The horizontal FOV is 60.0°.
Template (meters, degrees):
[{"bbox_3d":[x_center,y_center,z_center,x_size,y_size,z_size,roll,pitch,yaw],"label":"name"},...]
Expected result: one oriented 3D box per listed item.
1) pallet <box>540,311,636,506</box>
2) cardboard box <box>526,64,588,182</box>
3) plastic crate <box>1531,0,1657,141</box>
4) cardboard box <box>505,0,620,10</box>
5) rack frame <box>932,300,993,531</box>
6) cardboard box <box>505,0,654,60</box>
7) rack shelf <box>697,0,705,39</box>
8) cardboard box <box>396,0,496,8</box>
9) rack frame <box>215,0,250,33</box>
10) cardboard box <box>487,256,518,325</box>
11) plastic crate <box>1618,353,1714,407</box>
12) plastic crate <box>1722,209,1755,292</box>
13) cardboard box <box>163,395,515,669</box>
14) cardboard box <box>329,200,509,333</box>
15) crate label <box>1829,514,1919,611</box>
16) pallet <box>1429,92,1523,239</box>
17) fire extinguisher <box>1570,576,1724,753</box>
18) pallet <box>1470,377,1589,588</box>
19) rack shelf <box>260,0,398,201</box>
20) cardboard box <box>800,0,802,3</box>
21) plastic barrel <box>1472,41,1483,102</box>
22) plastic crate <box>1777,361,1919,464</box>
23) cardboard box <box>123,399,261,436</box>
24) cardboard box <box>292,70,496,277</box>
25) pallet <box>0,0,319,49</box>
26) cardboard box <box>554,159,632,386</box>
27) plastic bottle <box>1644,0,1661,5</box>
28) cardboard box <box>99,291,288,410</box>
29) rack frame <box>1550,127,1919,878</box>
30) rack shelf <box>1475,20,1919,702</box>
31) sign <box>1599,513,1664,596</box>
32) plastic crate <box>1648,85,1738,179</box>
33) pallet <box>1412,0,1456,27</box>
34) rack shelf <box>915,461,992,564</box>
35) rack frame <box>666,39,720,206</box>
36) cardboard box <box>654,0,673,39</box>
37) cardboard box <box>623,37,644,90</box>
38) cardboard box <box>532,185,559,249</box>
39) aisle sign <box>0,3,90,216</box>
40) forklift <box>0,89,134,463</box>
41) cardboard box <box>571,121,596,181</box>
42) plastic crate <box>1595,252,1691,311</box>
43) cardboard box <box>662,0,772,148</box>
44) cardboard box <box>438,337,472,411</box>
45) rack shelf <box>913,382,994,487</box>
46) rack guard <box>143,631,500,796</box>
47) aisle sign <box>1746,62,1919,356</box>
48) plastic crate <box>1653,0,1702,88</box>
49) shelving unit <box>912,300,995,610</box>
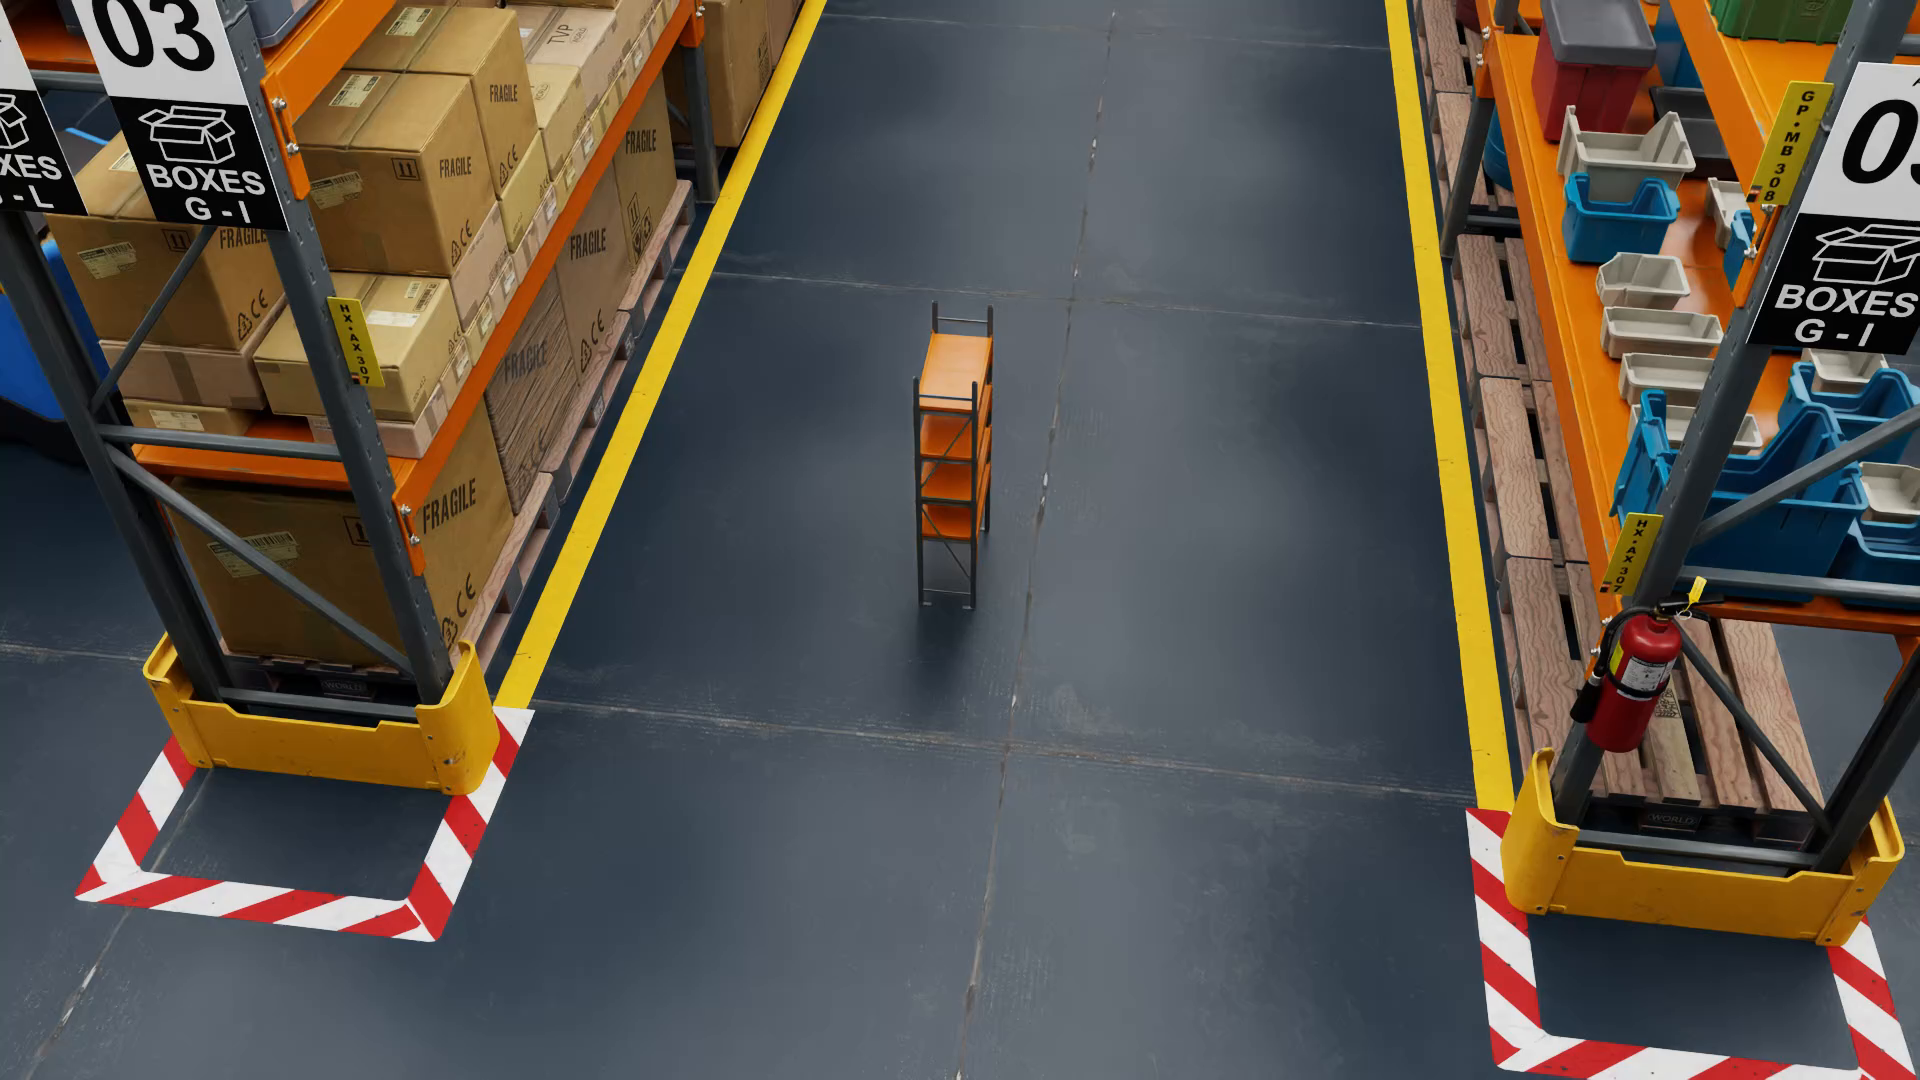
[{"bbox_3d":[-2.184,-0.676,7.833,1.003,0.211,1.213,5,44,6],"label":"pallet"},{"bbox_3d":[-1.849,-1.717,6.796,0.500,0.250,0.500,4,44,5],"label":"cardboard box"},{"bbox_3d":[2.696,-2.043,7.158,0.402,0.464,0.583,5,44,6],"label":"plastic crate"},{"bbox_3d":[-1.713,-2.681,7.269,0.500,0.500,0.500,6,44,6],"label":"cardboard box"},{"bbox_3d":[0.010,-0.489,6.916,0.240,1.200,0.015,5,44,6],"label":"rack frame"},{"bbox_3d":[-1.711,-2.410,7.528,0.500,0.250,0.500,6,44,7],"label":"cardboard box"},{"bbox_3d":[-1.583,-4.135,9.981,1.077,0.370,4.000,5,44,6],"label":"rack shelf"},{"bbox_3d":[-2.301,-2.366,6.937,0.500,0.500,0.500,4,44,4],"label":"cardboard box"},{"bbox_3d":[-2.376,-2.486,3.353,1.000,3.000,0.127,5,44,6],"label":"rack frame"},{"bbox_3d":[-1.903,-0.956,6.283,0.380,0.149,0.250,5,44,5],"label":"cardboard box"},{"bbox_3d":[2.515,-0.552,5.821,0.396,0.136,0.243,5,44,6],"label":"plastic crate"},{"bbox_3d":[3.106,-1.059,6.287,0.416,0.233,0.300,5,44,6],"label":"plastic crate"},{"bbox_3d":[-2.371,-0.132,6.470,0.875,0.875,0.875,5,44,6],"label":"cardboard box"},{"bbox_3d":[-1.983,-1.019,6.059,0.500,0.250,0.500,5,44,5],"label":"cardboard box"},{"bbox_3d":[2.893,0.043,5.123,0.416,0.233,0.303,5,44,6],"label":"crate label"},{"bbox_3d":[3.206,-2.093,9.329,1.003,0.211,1.213,5,44,6],"label":"pallet"},{"bbox_3d":[2.063,0.368,5.030,0.296,0.674,0.183,5,44,6],"label":"fire extinguisher"},{"bbox_3d":[2.845,-0.232,7.364,1.003,0.211,1.213,5,44,6],"label":"pallet"},{"bbox_3d":[-2.112,-2.499,6.071,1.077,0.370,4.000,5,44,6],"label":"rack shelf"},{"bbox_3d":[-1.556,-4.065,10.624,1.225,0.875,0.875,5,44,6],"label":"cardboard box"},{"bbox_3d":[3.245,-2.826,9.296,0.600,0.901,0.708,5,44,6],"label":"plastic barrel"},{"bbox_3d":[2.980,-0.405,5.597,0.416,0.233,0.300,5,44,6],"label":"plastic crate"},{"bbox_3d":[-2.655,-0.489,5.790,0.380,0.149,0.250,6,44,6],"label":"cardboard box"},{"bbox_3d":[-1.979,-1.277,5.786,0.500,0.500,0.500,4,44,4],"label":"cardboard box"},{"bbox_3d":[-2.288,-1.871,4.949,1.003,0.211,1.213,5,44,6],"label":"pallet"},{"bbox_3d":[-2.133,-1.359,7.765,0.875,0.875,0.875,5,44,6],"label":"cardboard box"},{"bbox_3d":[3.436,-2.804,8.087,0.144,0.351,0.185,5,44,6],"label":"plastic bottle"},{"bbox_3d":[-2.575,-0.716,5.739,0.500,0.250,0.500,5,44,5],"label":"cardboard box"},{"bbox_3d":[2.534,0.143,4.940,1.000,3.000,0.127,5,44,6],"label":"rack frame"},{"bbox_3d":[2.798,-0.959,6.627,1.077,0.370,4.000,5,44,6],"label":"rack shelf"},{"bbox_3d":[1.986,0.044,4.925,0.100,0.325,0.005,5,44,6],"label":"sign"},{"bbox_3d":[3.181,-1.718,7.062,0.437,0.125,0.590,5,44,6],"label":"plastic crate"},{"bbox_3d":[3.528,-3.756,11.085,1.003,0.211,1.213,5,44,6],"label":"pallet"},{"bbox_3d":[-0.022,-0.130,6.923,0.258,0.148,0.480,5,44,6],"label":"rack shelf"},{"bbox_3d":[-1.847,-3.034,8.294,1.000,3.000,0.127,5,44,6],"label":"rack frame"},{"bbox_3d":[-1.597,-2.529,7.944,0.380,0.149,0.250,6,44,6],"label":"cardboard box"},{"bbox_3d":[-1.665,-2.179,7.575,0.380,0.149,0.250,6,44,6],"label":"cardboard box"},{"bbox_3d":[-1.834,-1.305,6.651,0.380,0.149,0.250,5,44,5],"label":"cardboard box"},{"bbox_3d":[-2.683,-1.230,4.499,0.394,0.787,0.004,5,44,6],"label":"aisle sign"},{"bbox_3d":[-5.004,-2.175,7.438,3.031,2.935,1.130,22,48,22],"label":"forklift"},{"bbox_3d":[-1.767,-1.656,7.022,0.380,0.149,0.250,6,44,6],"label":"cardboard box"},{"bbox_3d":[2.548,-0.947,6.239,0.298,0.136,0.250,5,44,6],"label":"plastic crate"},{"bbox_3d":[-1.782,-2.853,9.343,1.225,0.875,0.875,5,44,6],"label":"cardboard box"},{"bbox_3d":[-1.969,-0.603,5.910,0.380,0.149,0.250,5,44,5],"label":"cardboard box"},{"bbox_3d":[-0.022,-0.436,6.633,0.258,0.148,0.480,5,44,6],"label":"rack shelf"},{"bbox_3d":[-2.379,0.616,6.258,1.175,0.500,0.348,5,44,6],"label":"rack guard"},{"bbox_3d":[2.234,-0.779,4.022,0.394,0.787,0.004,5,44,6],"label":"aisle sign"},{"bbox_3d":[3.339,-2.250,7.435,0.392,0.384,0.575,5,44,6],"label":"plastic crate"},{"bbox_3d":[-0.022,-0.323,6.741,0.258,1.200,0.503,5,44,6],"label":"shelving unit"}]
